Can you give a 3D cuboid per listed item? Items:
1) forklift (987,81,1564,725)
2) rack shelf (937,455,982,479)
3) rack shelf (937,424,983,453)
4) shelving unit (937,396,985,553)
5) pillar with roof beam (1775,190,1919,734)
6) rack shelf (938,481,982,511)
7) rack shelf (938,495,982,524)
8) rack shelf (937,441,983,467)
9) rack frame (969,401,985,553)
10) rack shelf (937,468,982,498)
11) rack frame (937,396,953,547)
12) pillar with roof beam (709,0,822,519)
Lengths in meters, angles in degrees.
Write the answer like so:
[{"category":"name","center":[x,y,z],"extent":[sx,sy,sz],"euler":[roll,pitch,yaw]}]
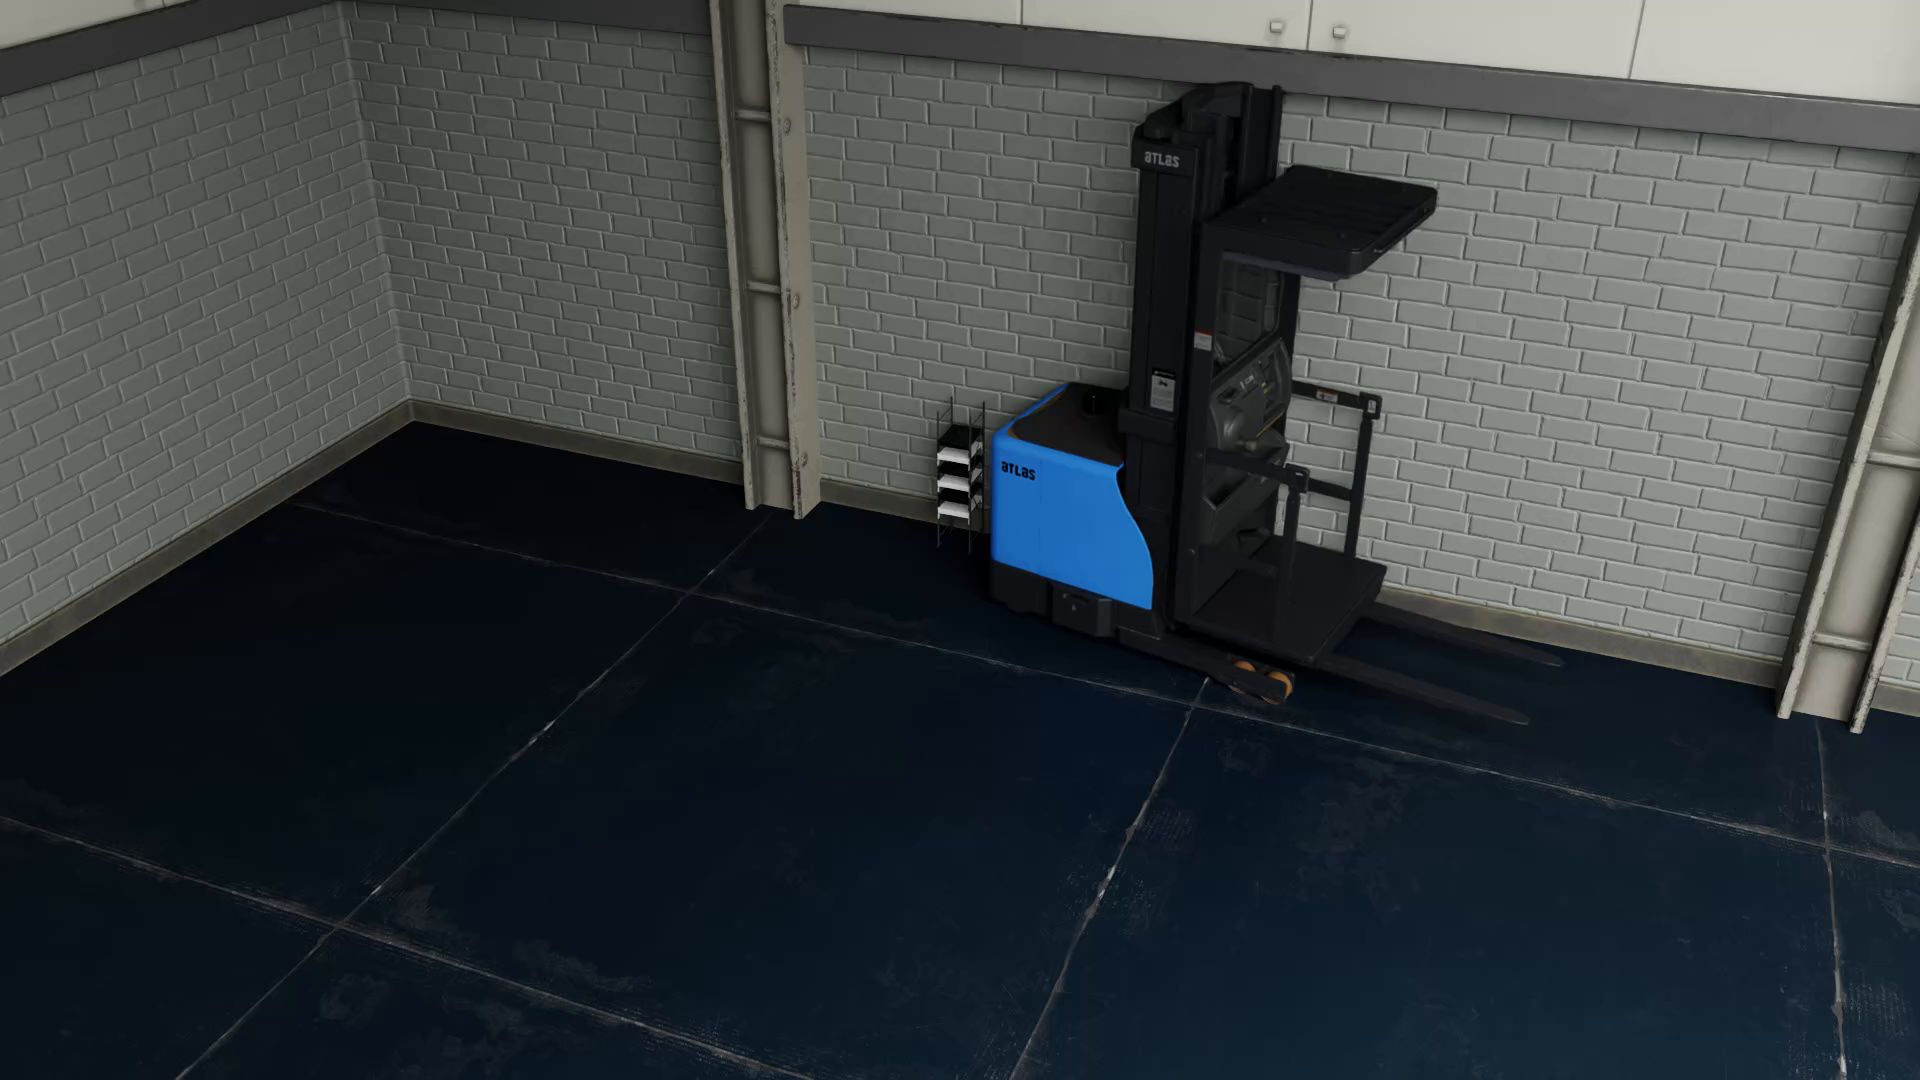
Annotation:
[{"category":"forklift","center":[1.671,-0.720,8.457],"extent":[3.031,2.935,1.130],"euler":[17,34,28]},{"category":"rack shelf","center":[0.006,-0.435,9.902],"extent":[0.200,0.077,0.258],"euler":[11,31,19]},{"category":"rack shelf","center":[0.006,-0.592,9.813],"extent":[0.200,0.077,0.258],"euler":[11,31,19]},{"category":"shelving unit","center":[0.006,-0.386,9.930],"extent":[0.210,0.900,0.258],"euler":[11,31,19]},{"category":"pillar with roof beam","center":[2.823,-1.079,2.925],"extent":[0.400,9.000,9.100],"euler":[11,31,19]},{"category":"rack shelf","center":[0.006,-0.279,9.990],"extent":[0.200,0.077,0.258],"euler":[11,31,19]},{"category":"rack shelf","center":[0.006,-0.200,10.035],"extent":[0.200,0.077,0.258],"euler":[11,31,19]},{"category":"rack shelf","center":[0.006,-0.514,9.857],"extent":[0.200,0.077,0.258],"euler":[11,31,19]},{"category":"rack frame","center":[0.100,-0.368,9.897],"extent":[0.006,0.900,0.240],"euler":[11,31,19]},{"category":"rack shelf","center":[0.006,-0.357,9.946],"extent":[0.200,0.077,0.258],"euler":[11,31,19]},{"category":"rack frame","center":[-0.089,-0.404,9.962],"extent":[0.006,0.900,0.240],"euler":[11,31,19]},{"category":"pillar with roof beam","center":[-2.737,-2.189,4.889],"extent":[0.400,9.000,9.100],"euler":[11,31,19]}]
